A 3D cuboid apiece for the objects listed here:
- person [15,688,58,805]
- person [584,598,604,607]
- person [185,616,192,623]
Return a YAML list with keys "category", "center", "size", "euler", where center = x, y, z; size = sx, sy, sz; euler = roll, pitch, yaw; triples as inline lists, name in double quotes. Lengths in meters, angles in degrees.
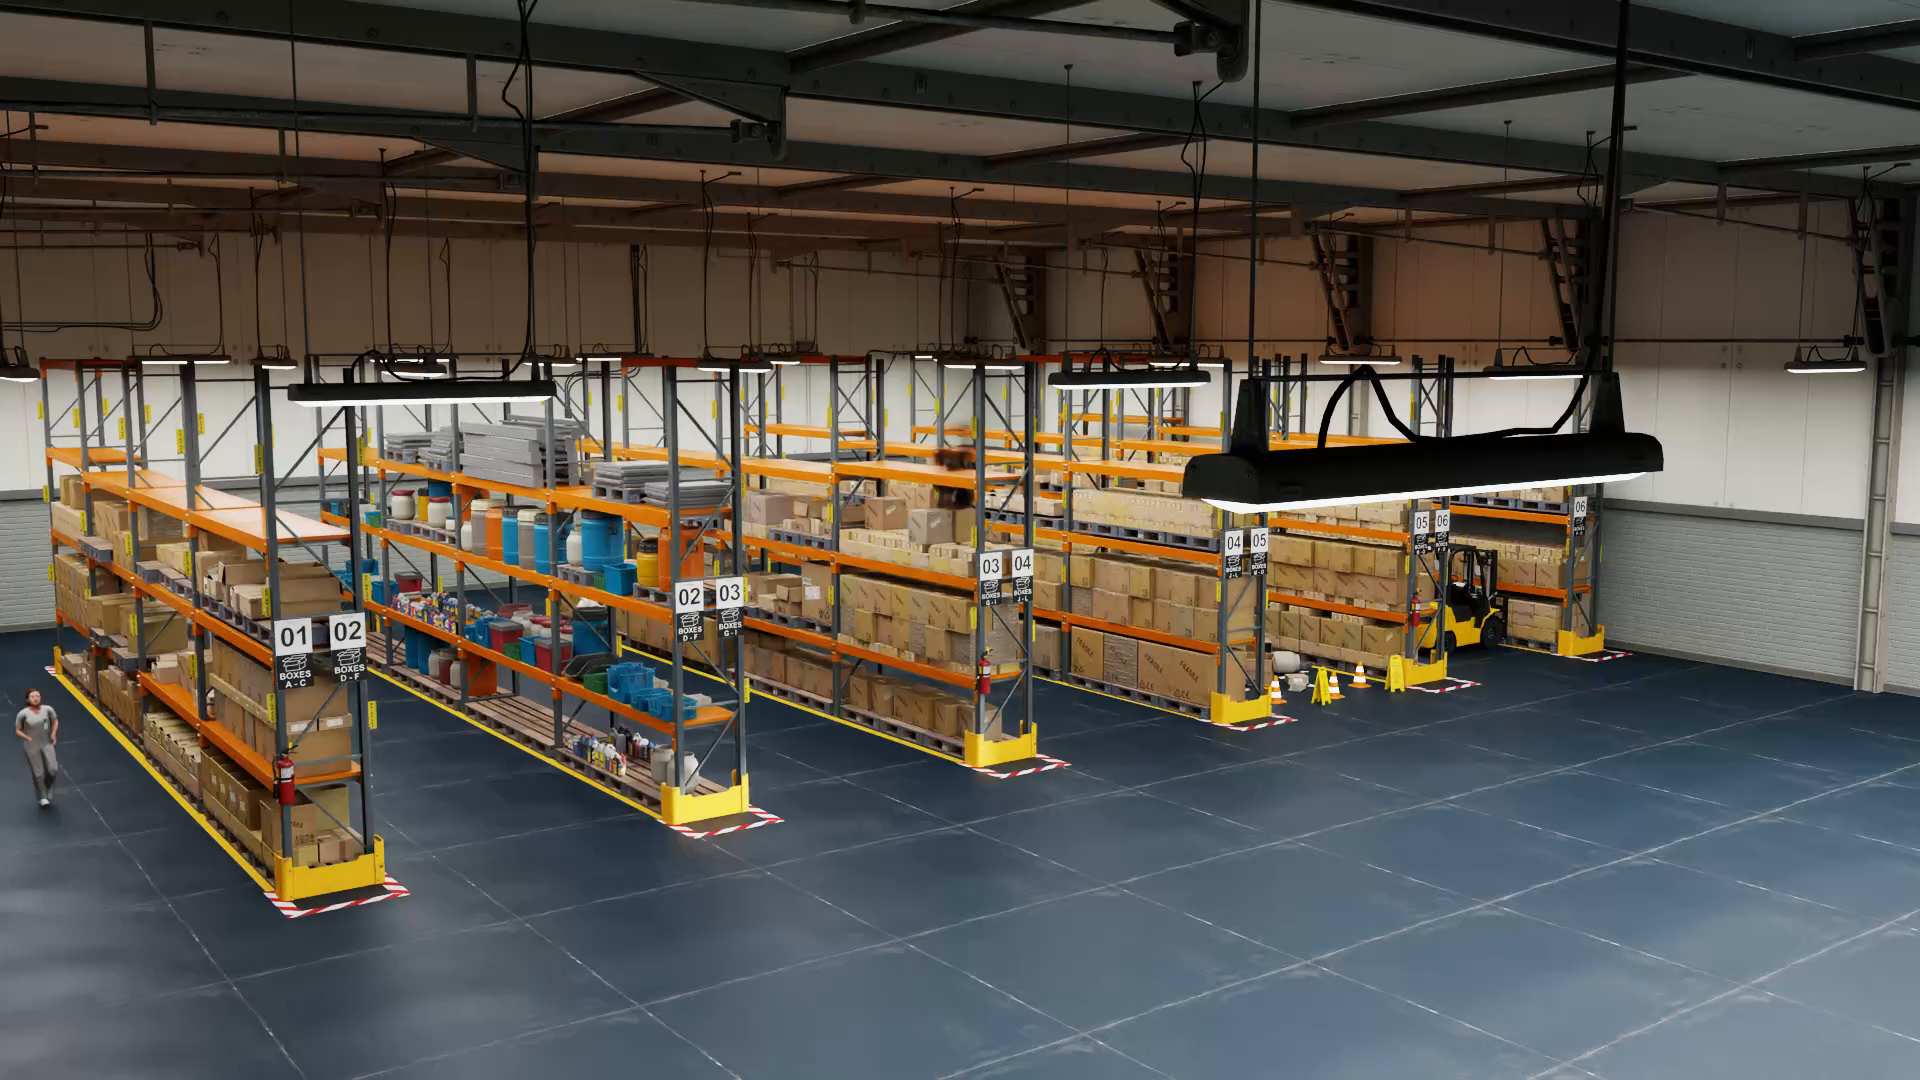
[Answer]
- category: "person"
  center: [-12.485, 2.817, 22.562]
  size: [0.539, 1.618, 0.541]
  euler: [-5, 9, -38]
- category: "person"
  center: [-6.952, 1.687, 31.700]
  size: [0.636, 1.681, 0.582]
  euler: [-5, 9, -37]
- category: "person"
  center: [-15.038, 1.621, 32.661]
  size: [0.885, 1.610, 0.640]
  euler: [4, 8, 30]
